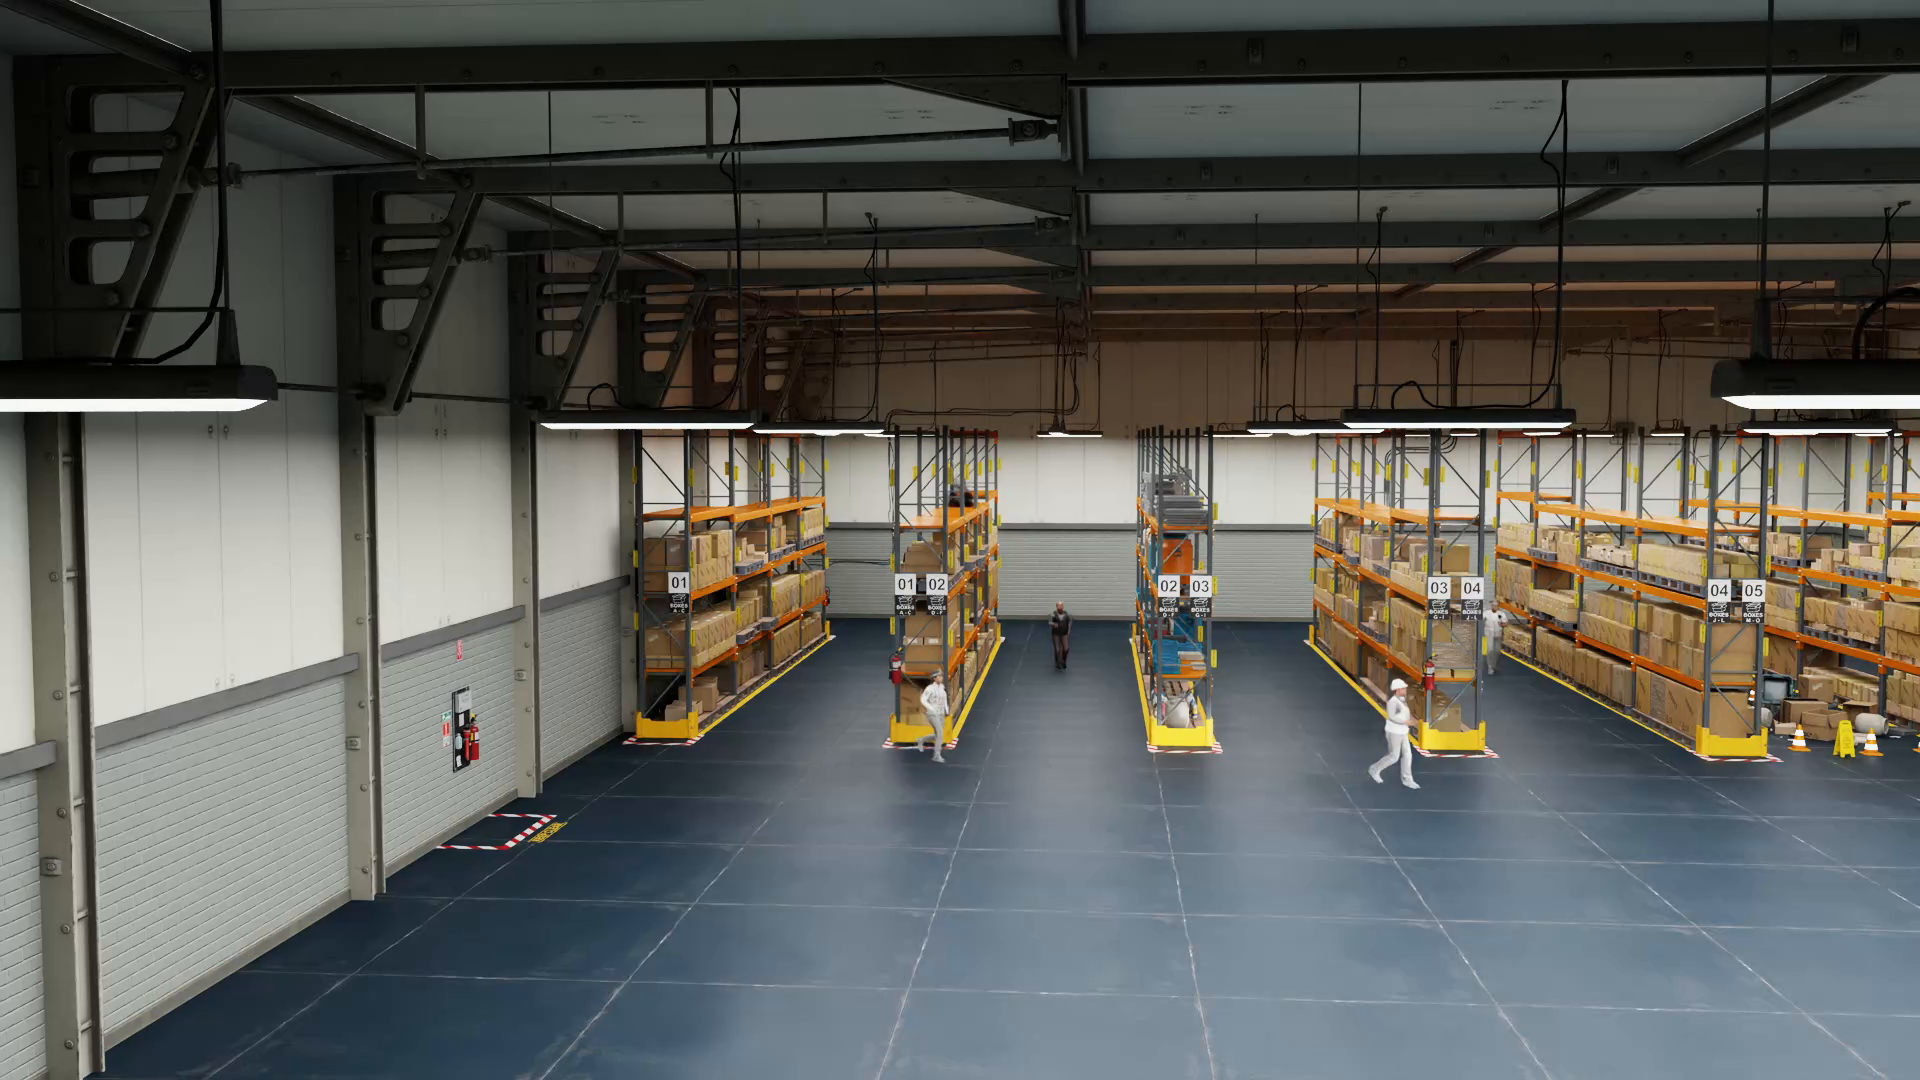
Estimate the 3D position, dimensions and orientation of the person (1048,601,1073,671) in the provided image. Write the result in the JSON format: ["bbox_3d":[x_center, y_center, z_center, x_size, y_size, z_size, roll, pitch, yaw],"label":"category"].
[{"bbox_3d":[2.508,2.393,41.284,0.641,1.728,0.658,0,3,-4],"label":"person"}]

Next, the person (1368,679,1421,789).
[{"bbox_3d":[7.186,3.186,27.433,0.847,1.793,0.681,2,4,31],"label":"person"}]

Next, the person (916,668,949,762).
[{"bbox_3d":[-0.480,3.123,29.820,0.684,1.672,0.656,2,4,35],"label":"person"}]

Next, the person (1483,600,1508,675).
[{"bbox_3d":[13.125,2.371,40.887,0.649,1.823,0.867,0,3,6],"label":"person"}]
